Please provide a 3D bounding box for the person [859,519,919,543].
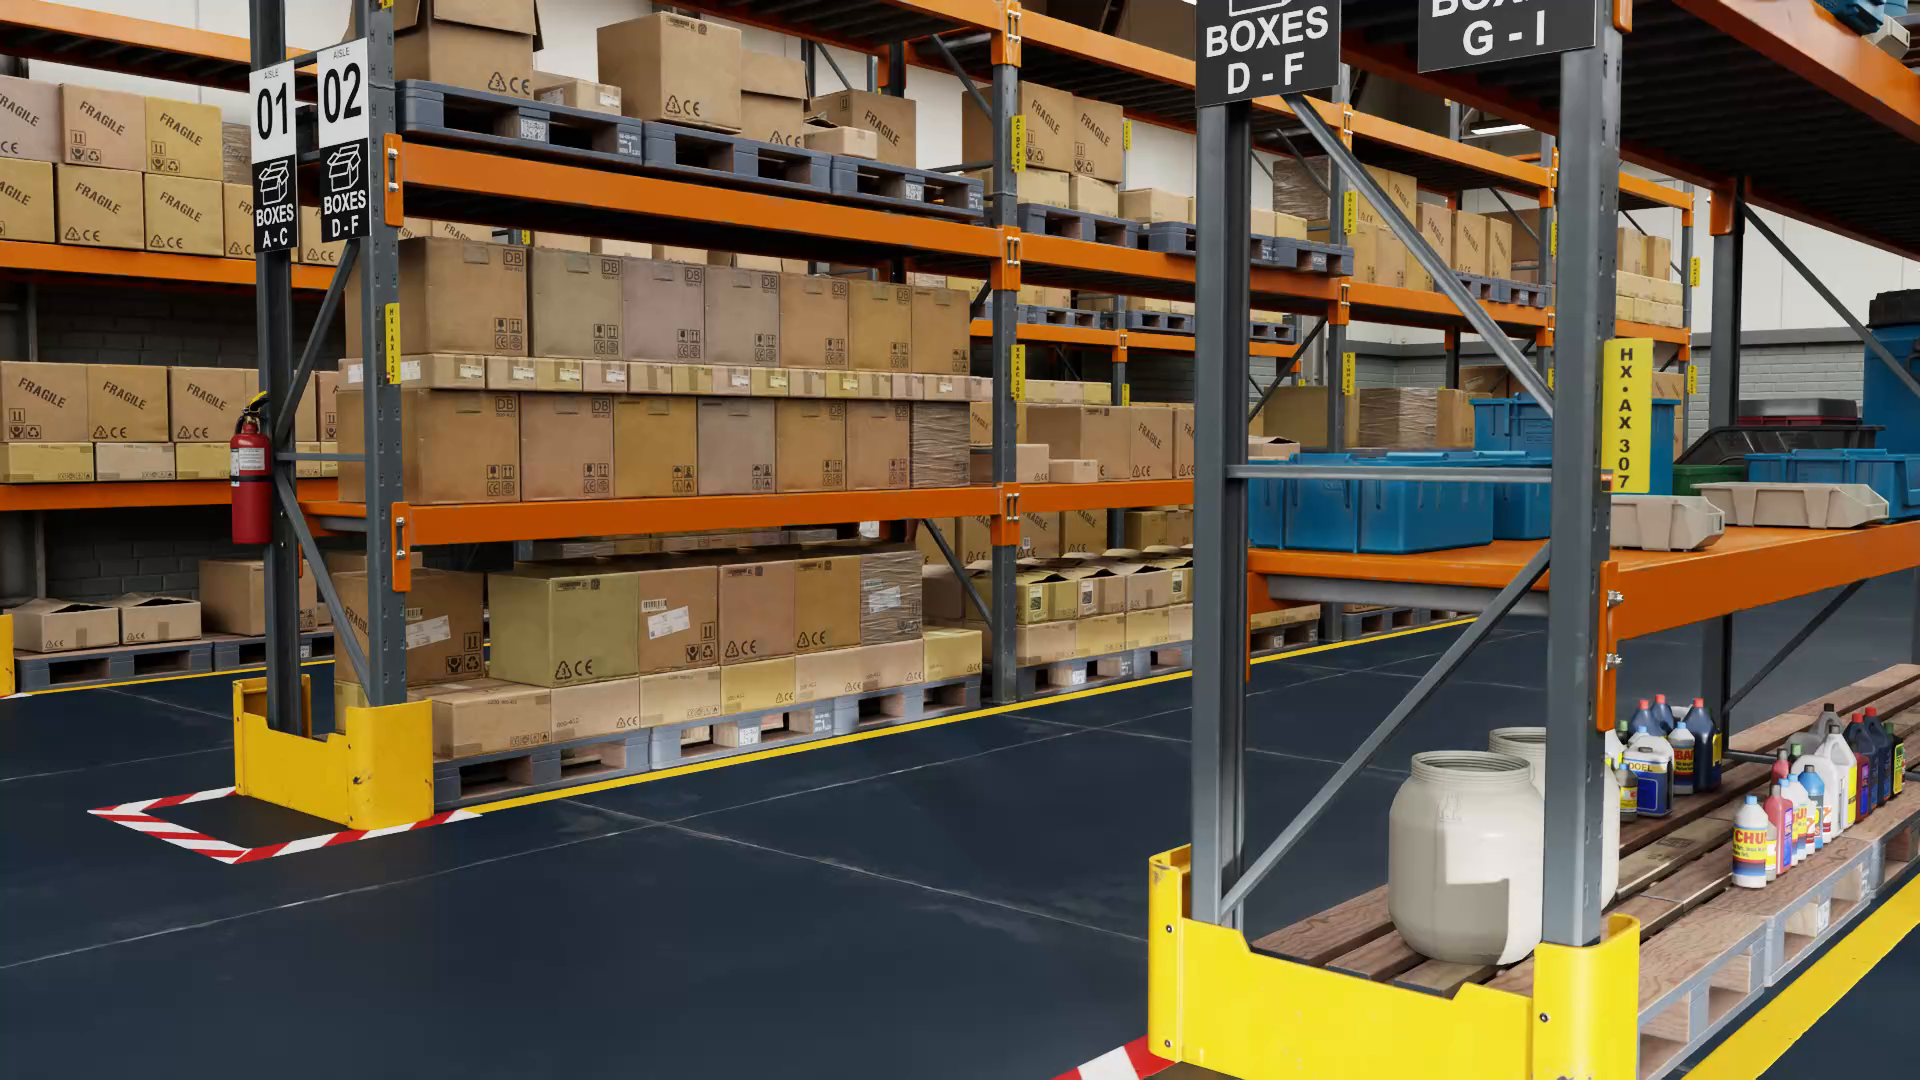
[{"bbox_3d":[-0.522,-0.026,12.000,0.562,1.762,0.363,3,5,42],"label":"person"}]
